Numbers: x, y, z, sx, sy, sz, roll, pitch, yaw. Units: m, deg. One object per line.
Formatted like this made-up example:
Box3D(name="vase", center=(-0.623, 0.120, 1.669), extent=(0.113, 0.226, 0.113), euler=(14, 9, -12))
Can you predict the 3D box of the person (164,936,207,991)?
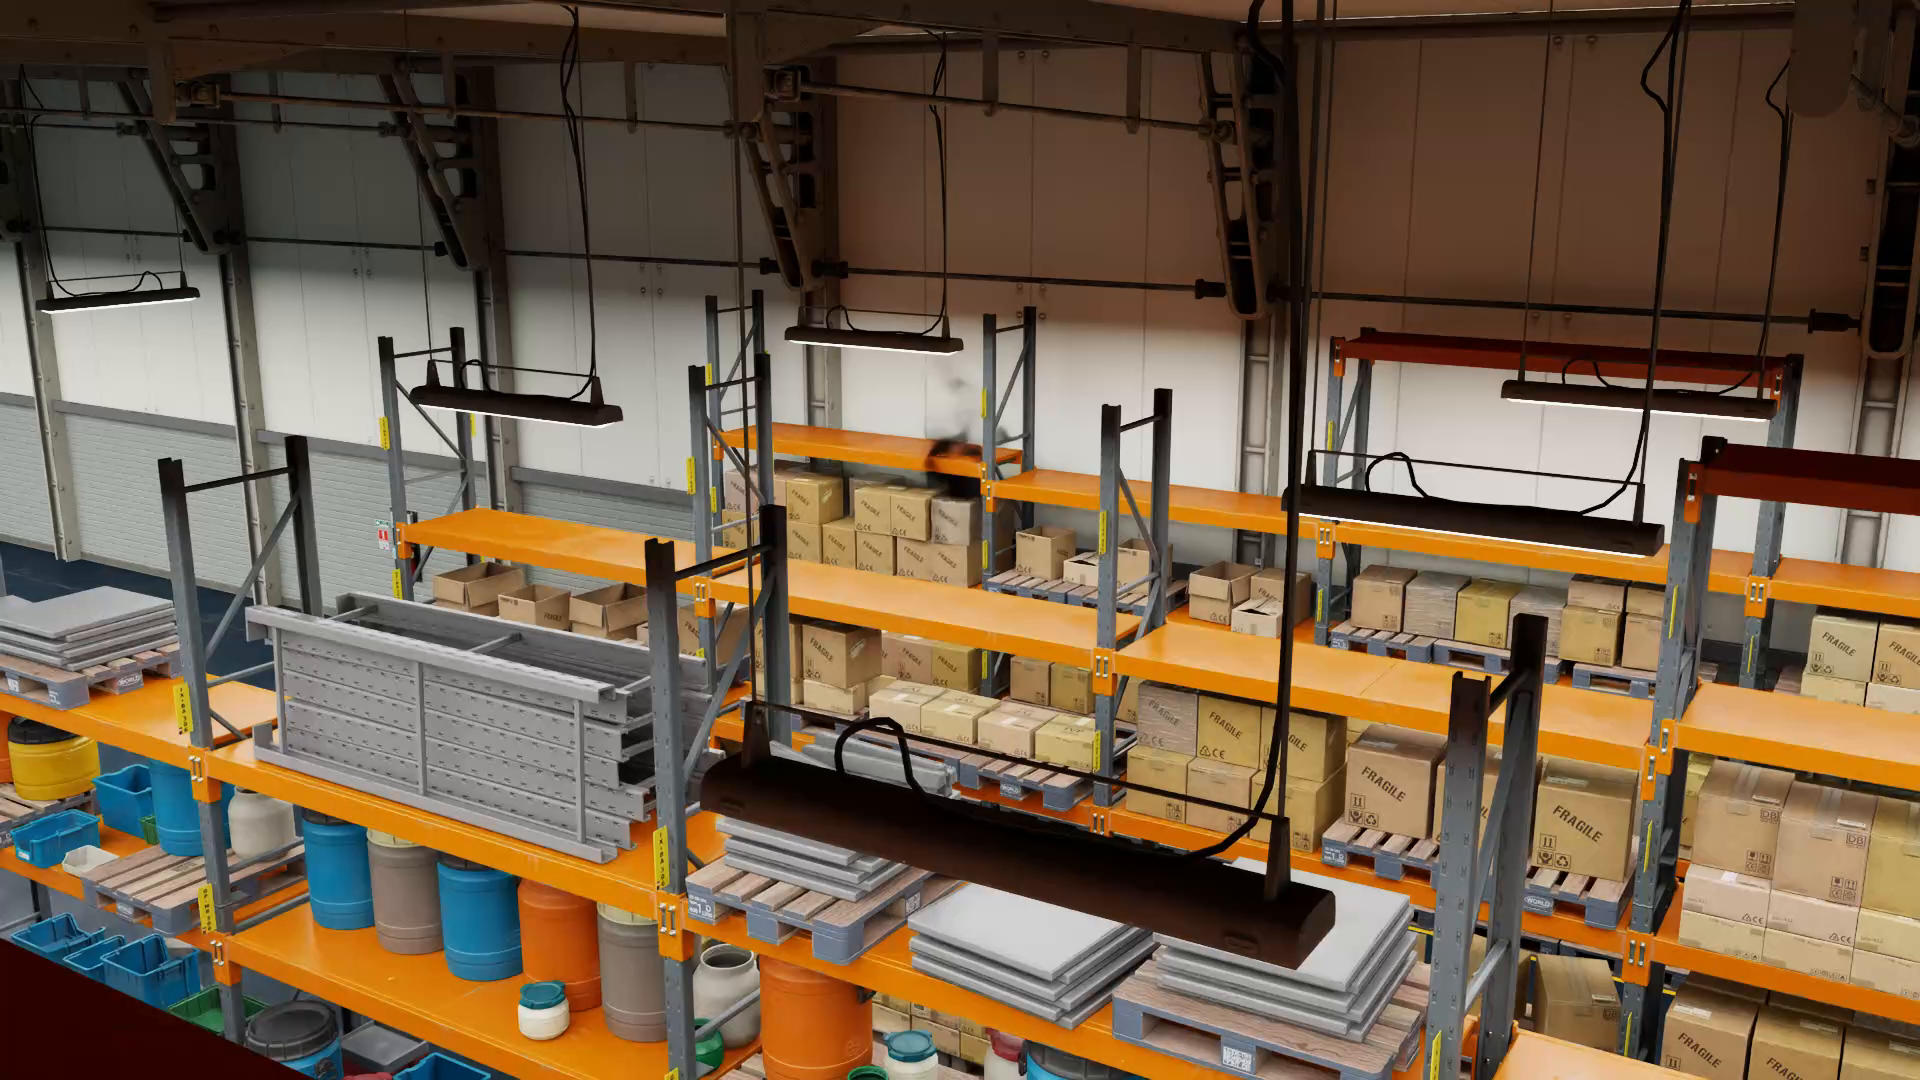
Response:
Box3D(name="person", center=(-6.947, 3.593, 14.947), extent=(0.891, 1.756, 0.653), euler=(5, 15, 21))
